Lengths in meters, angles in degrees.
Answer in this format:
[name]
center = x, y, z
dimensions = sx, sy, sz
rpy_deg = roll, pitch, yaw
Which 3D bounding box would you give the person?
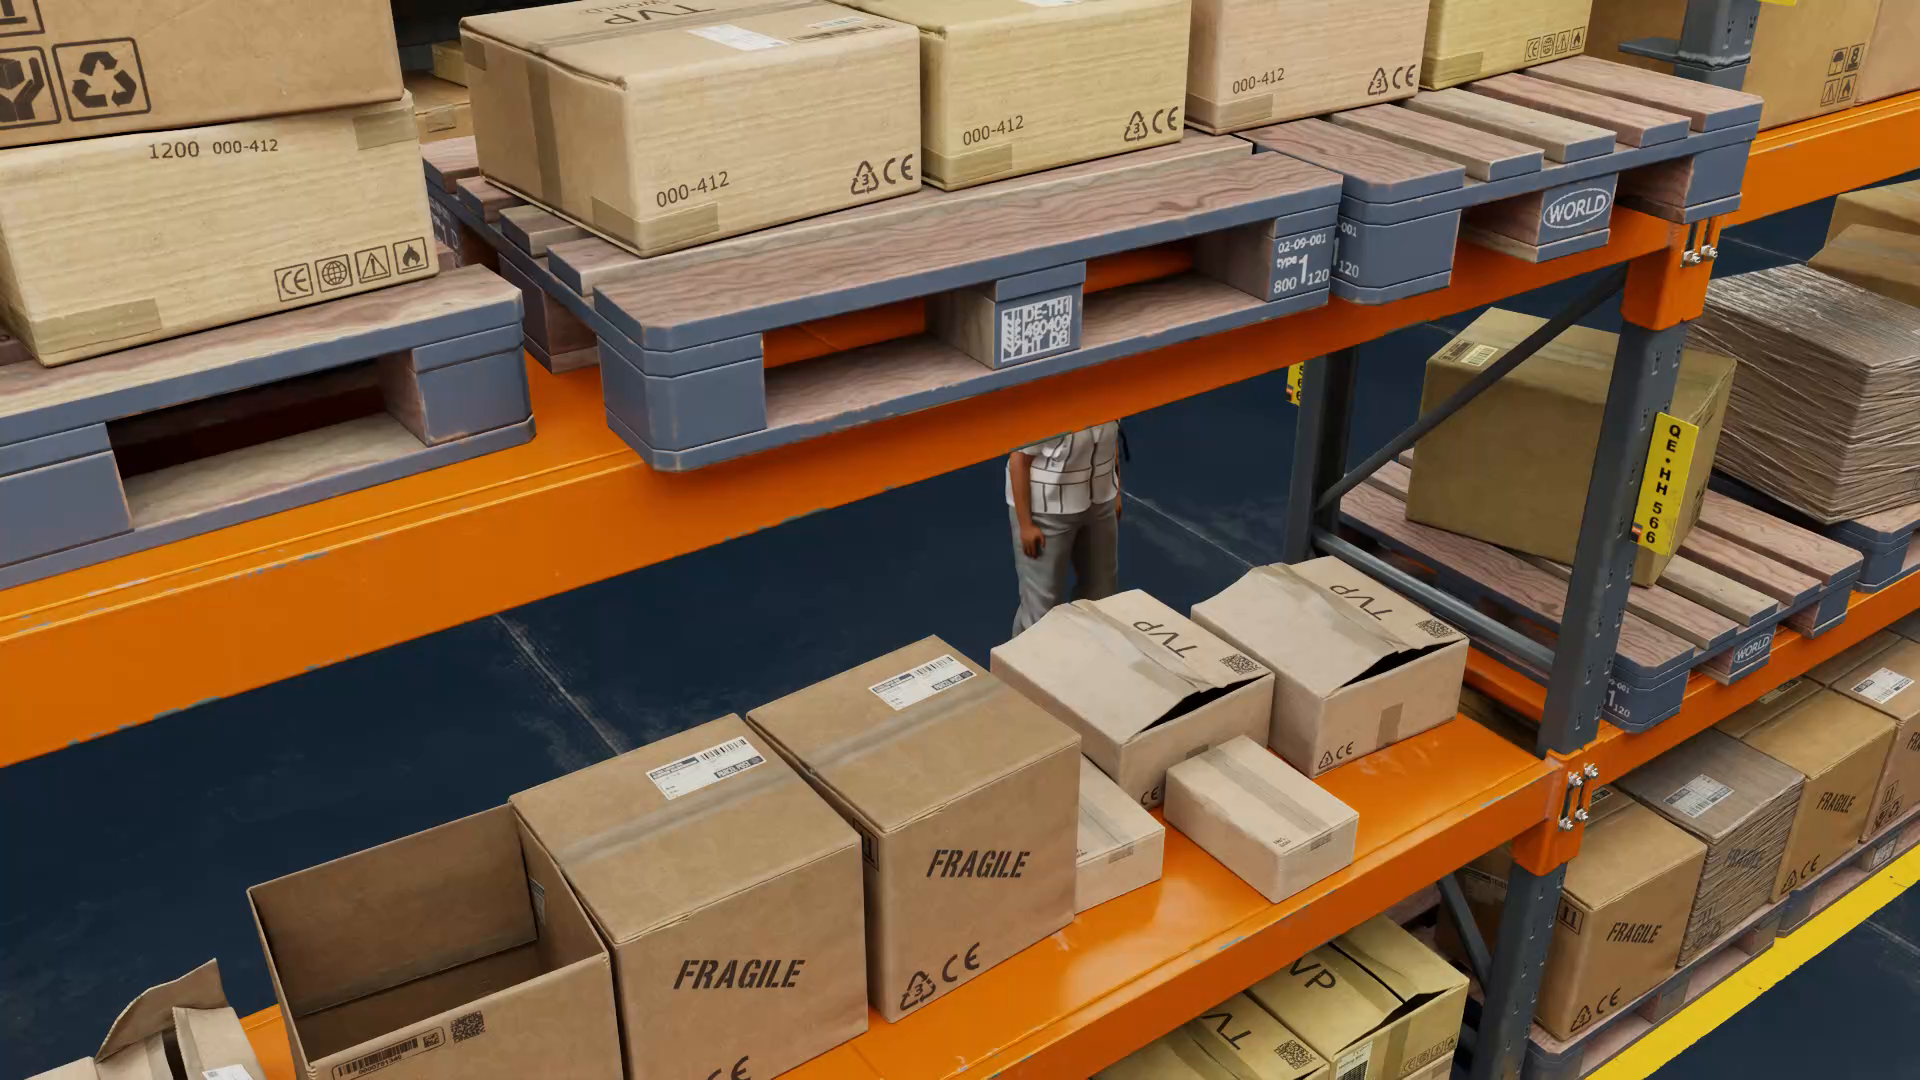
[person]
center = 0.418, -0.109, 6.317
dimensions = 0.546, 1.665, 0.469
rpy_deg = -20, 35, -32
